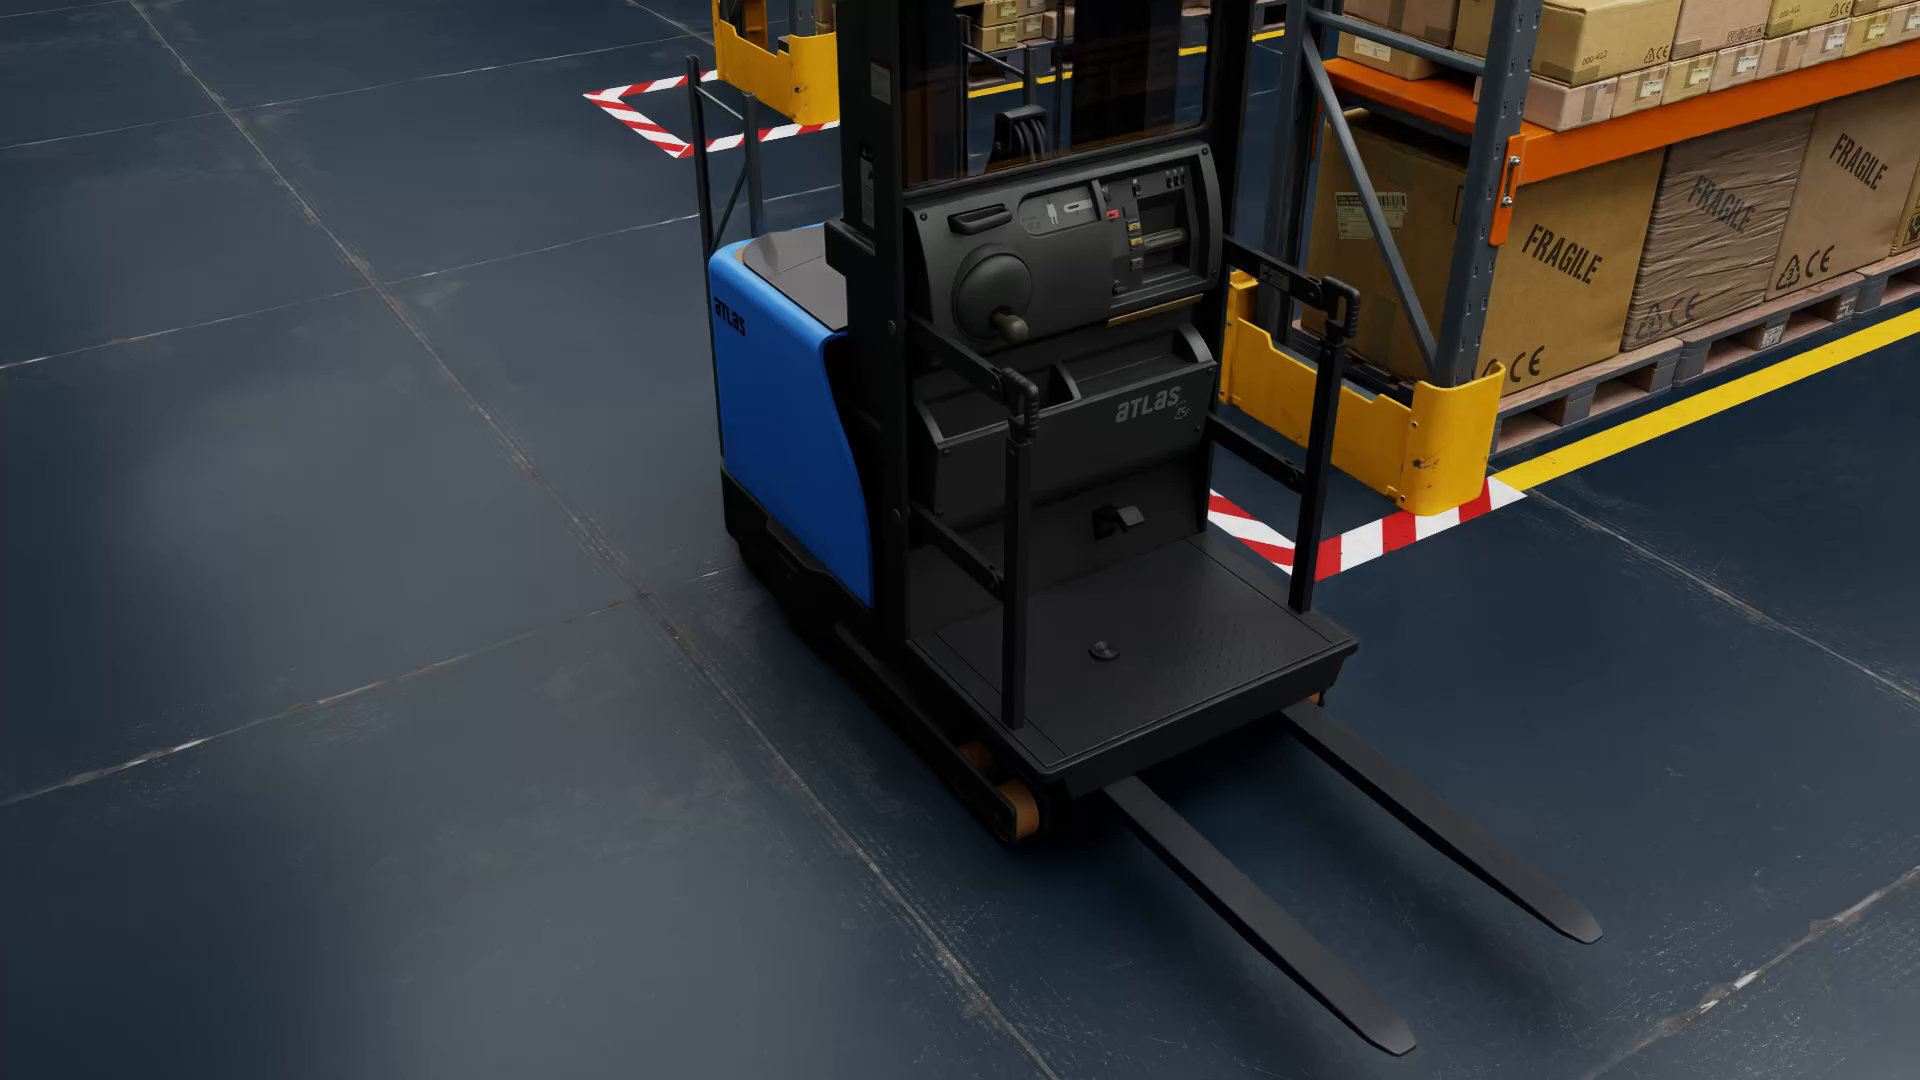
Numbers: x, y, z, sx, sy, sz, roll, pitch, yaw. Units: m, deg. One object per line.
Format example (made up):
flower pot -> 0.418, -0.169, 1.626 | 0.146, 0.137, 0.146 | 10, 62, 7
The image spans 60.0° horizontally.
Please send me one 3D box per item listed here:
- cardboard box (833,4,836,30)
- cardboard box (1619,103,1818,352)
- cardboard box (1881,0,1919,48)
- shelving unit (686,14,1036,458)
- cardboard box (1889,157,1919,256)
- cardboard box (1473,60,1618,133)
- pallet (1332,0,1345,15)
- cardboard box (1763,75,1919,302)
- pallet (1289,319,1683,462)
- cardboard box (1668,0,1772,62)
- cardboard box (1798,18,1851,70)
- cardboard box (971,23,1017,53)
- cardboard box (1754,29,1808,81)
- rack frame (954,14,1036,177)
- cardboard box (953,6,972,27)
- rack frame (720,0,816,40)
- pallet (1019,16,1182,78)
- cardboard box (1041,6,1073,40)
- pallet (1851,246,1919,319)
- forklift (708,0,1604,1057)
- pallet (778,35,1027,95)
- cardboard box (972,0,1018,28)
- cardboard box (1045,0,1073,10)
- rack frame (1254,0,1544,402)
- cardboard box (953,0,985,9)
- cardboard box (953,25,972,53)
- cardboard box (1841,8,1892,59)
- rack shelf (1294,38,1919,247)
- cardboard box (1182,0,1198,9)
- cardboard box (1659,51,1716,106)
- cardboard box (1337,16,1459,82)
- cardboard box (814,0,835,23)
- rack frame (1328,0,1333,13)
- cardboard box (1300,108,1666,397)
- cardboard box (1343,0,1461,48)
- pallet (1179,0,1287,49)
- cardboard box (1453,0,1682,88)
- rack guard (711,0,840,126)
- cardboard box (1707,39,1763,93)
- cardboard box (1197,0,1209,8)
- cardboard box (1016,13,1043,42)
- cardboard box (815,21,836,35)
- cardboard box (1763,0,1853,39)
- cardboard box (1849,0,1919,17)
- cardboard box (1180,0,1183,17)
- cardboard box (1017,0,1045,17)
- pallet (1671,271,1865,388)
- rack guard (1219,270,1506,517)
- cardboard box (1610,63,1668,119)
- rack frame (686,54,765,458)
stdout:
cardboard box -> -0.549, -3.044, 9.763 | 0.250, 0.149, 0.380 | -17, 36, -25
cardboard box -> 2.733, -1.419, 6.786 | 0.875, 0.875, 0.875 | -19, 37, -27
cardboard box -> 3.463, -2.027, 6.387 | 0.250, 0.149, 0.380 | -18, 37, -27
shelving unit -> -0.323, -0.979, 5.896 | 1.048, 1.500, 0.538 | -17, 36, -25
cardboard box -> 4.238, -1.937, 7.607 | 0.875, 0.875, 0.875 | -19, 37, -27
cardboard box -> 1.951, -1.505, 5.559 | 0.250, 0.149, 0.380 | -19, 37, -27
pallet -> 2.887, -4.112, 12.071 | 1.213, 0.211, 1.003 | -19, 37, -27
cardboard box -> 3.481, -1.677, 7.194 | 0.875, 0.875, 0.875 | -19, 37, -27
pallet -> 2.104, -0.743, 6.730 | 1.213, 0.211, 1.003 | -19, 37, -27
cardboard box -> 2.457, -1.890, 5.796 | 0.500, 0.250, 0.500 | -19, 37, -28
cardboard box -> 3.031, -1.878, 6.150 | 0.250, 0.149, 0.380 | -19, 37, -28
cardboard box -> 0.140, -3.102, 10.134 | 0.250, 0.149, 0.380 | -18, 37, -27
cardboard box -> 2.814, -1.803, 6.032 | 0.250, 0.149, 0.380 | -20, 37, -28
rack frame -> 0.117, -1.114, 6.111 | 0.032, 1.500, 0.500 | -17, 36, -25
cardboard box -> -0.130, -3.208, 10.024 | 0.250, 0.149, 0.380 | -18, 37, -27
rack frame -> -1.128, -3.910, 9.137 | 0.127, 3.000, 1.000 | -19, 37, -27
pallet -> 0.662, -3.322, 10.818 | 1.213, 0.211, 1.003 | -19, 37, -27
cardboard box -> 0.560, -3.251, 10.371 | 0.250, 0.149, 0.380 | -21, 38, -30
pallet -> 4.155, -1.449, 7.849 | 1.213, 0.211, 1.003 | -19, 37, -27
forklift -> 0.411, -0.718, 4.142 | 1.130, 2.935, 3.031 | -19, 37, -27
pallet -> -0.363, -2.971, 10.263 | 1.213, 0.211, 1.003 | -19, 37, -27
cardboard box -> 0.144, -3.234, 10.064 | 0.250, 0.149, 0.380 | -18, 36, -26
cardboard box -> 0.521, -3.450, 10.407 | 0.250, 0.149, 0.380 | -17, 36, -25
rack frame -> 1.474, -1.656, 5.564 | 0.127, 3.000, 1.000 | -19, 37, -27
cardboard box -> -0.056, -3.281, 9.861 | 0.250, 0.149, 0.380 | -19, 37, -27
cardboard box -> -0.134, -3.077, 10.095 | 0.250, 0.149, 0.380 | -19, 37, -27
cardboard box -> 3.243, -1.950, 6.265 | 0.250, 0.149, 0.380 | -20, 37, -28
rack shelf -> 3.155, -1.930, 6.673 | 4.000, 0.370, 1.077 | -19, 37, -27
cardboard box -> 1.351, -3.607, 10.935 | 0.250, 0.149, 0.380 | -20, 37, -28
cardboard box -> 2.381, -1.654, 5.796 | 0.250, 0.149, 0.380 | -20, 37, -28
cardboard box -> 1.595, -1.801, 6.029 | 0.250, 0.149, 0.380 | -18, 37, -26
cardboard box -> -0.839, -3.288, 10.151 | 0.250, 0.149, 0.380 | -20, 37, -29
rack frame -> 2.234, -5.066, 10.970 | 0.127, 3.000, 1.000 | -19, 37, -27
cardboard box -> 1.969, -1.156, 6.369 | 0.875, 0.875, 0.875 | -19, 37, -27
cardboard box -> 1.738, -1.978, 5.936 | 0.500, 0.250, 0.500 | -20, 37, -28
pallet -> 1.688, -3.677, 11.381 | 1.213, 0.211, 1.003 | -19, 37, -27
cardboard box -> 2.024, -1.736, 5.553 | 0.500, 0.250, 0.500 | -20, 37, -28
rack guard -> -1.065, -2.875, 9.838 | 0.348, 0.500, 1.175 | -19, 37, -27
cardboard box -> 2.600, -1.730, 5.916 | 0.250, 0.149, 0.380 | -20, 37, -28
cardboard box -> 1.638, -3.629, 10.970 | 0.250, 0.149, 0.380 | -20, 38, -29
cardboard box -> 0.303, -3.218, 10.318 | 0.250, 0.149, 0.380 | -19, 37, -27
cardboard box -> -0.799, -3.127, 10.175 | 0.250, 0.149, 0.380 | -18, 37, -26
cardboard box -> 2.881, -2.033, 6.024 | 0.500, 0.250, 0.500 | -20, 38, -29
cardboard box -> 3.317, -2.187, 6.266 | 0.500, 0.250, 0.500 | -20, 37, -28
cardboard box -> 1.219, -3.473, 10.722 | 0.250, 0.149, 0.380 | -19, 37, -27
cardboard box -> 0.316, -3.353, 10.253 | 0.250, 0.149, 0.380 | -21, 38, -29
pallet -> 3.128, -1.094, 7.286 | 1.213, 0.211, 1.003 | -19, 37, -27
rack guard -> 1.454, -0.592, 6.220 | 0.348, 0.500, 1.175 | -19, 37, -27
cardboard box -> 2.166, -1.580, 5.678 | 0.250, 0.149, 0.380 | -20, 37, -28
rack frame -> -0.764, -0.844, 5.682 | 0.032, 1.500, 0.500 | -17, 36, -25
